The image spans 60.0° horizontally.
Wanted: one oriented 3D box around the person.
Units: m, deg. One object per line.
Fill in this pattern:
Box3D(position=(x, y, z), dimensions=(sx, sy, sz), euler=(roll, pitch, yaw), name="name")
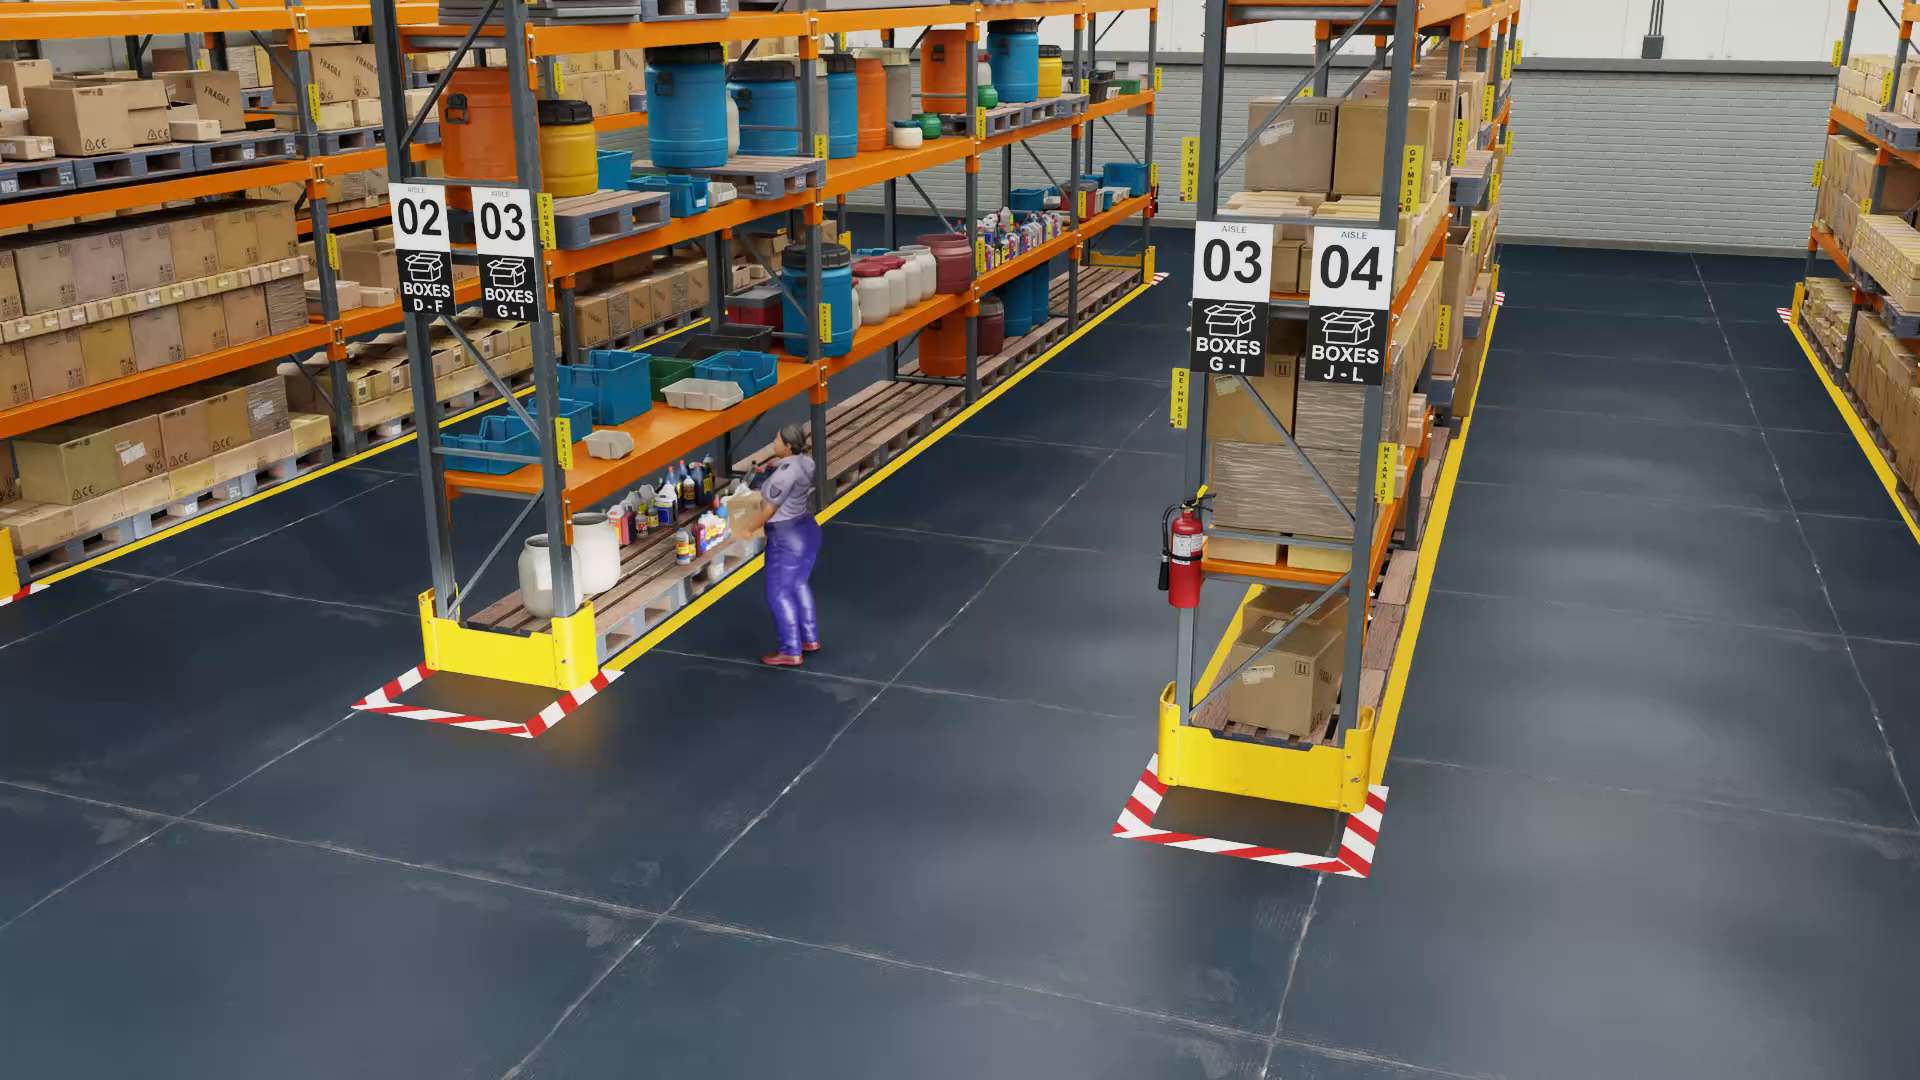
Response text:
Box3D(position=(-1.208, 0.012, 11.087), dimensions=(0.522, 1.630, 0.449), euler=(7, 20, 19), name="person")
